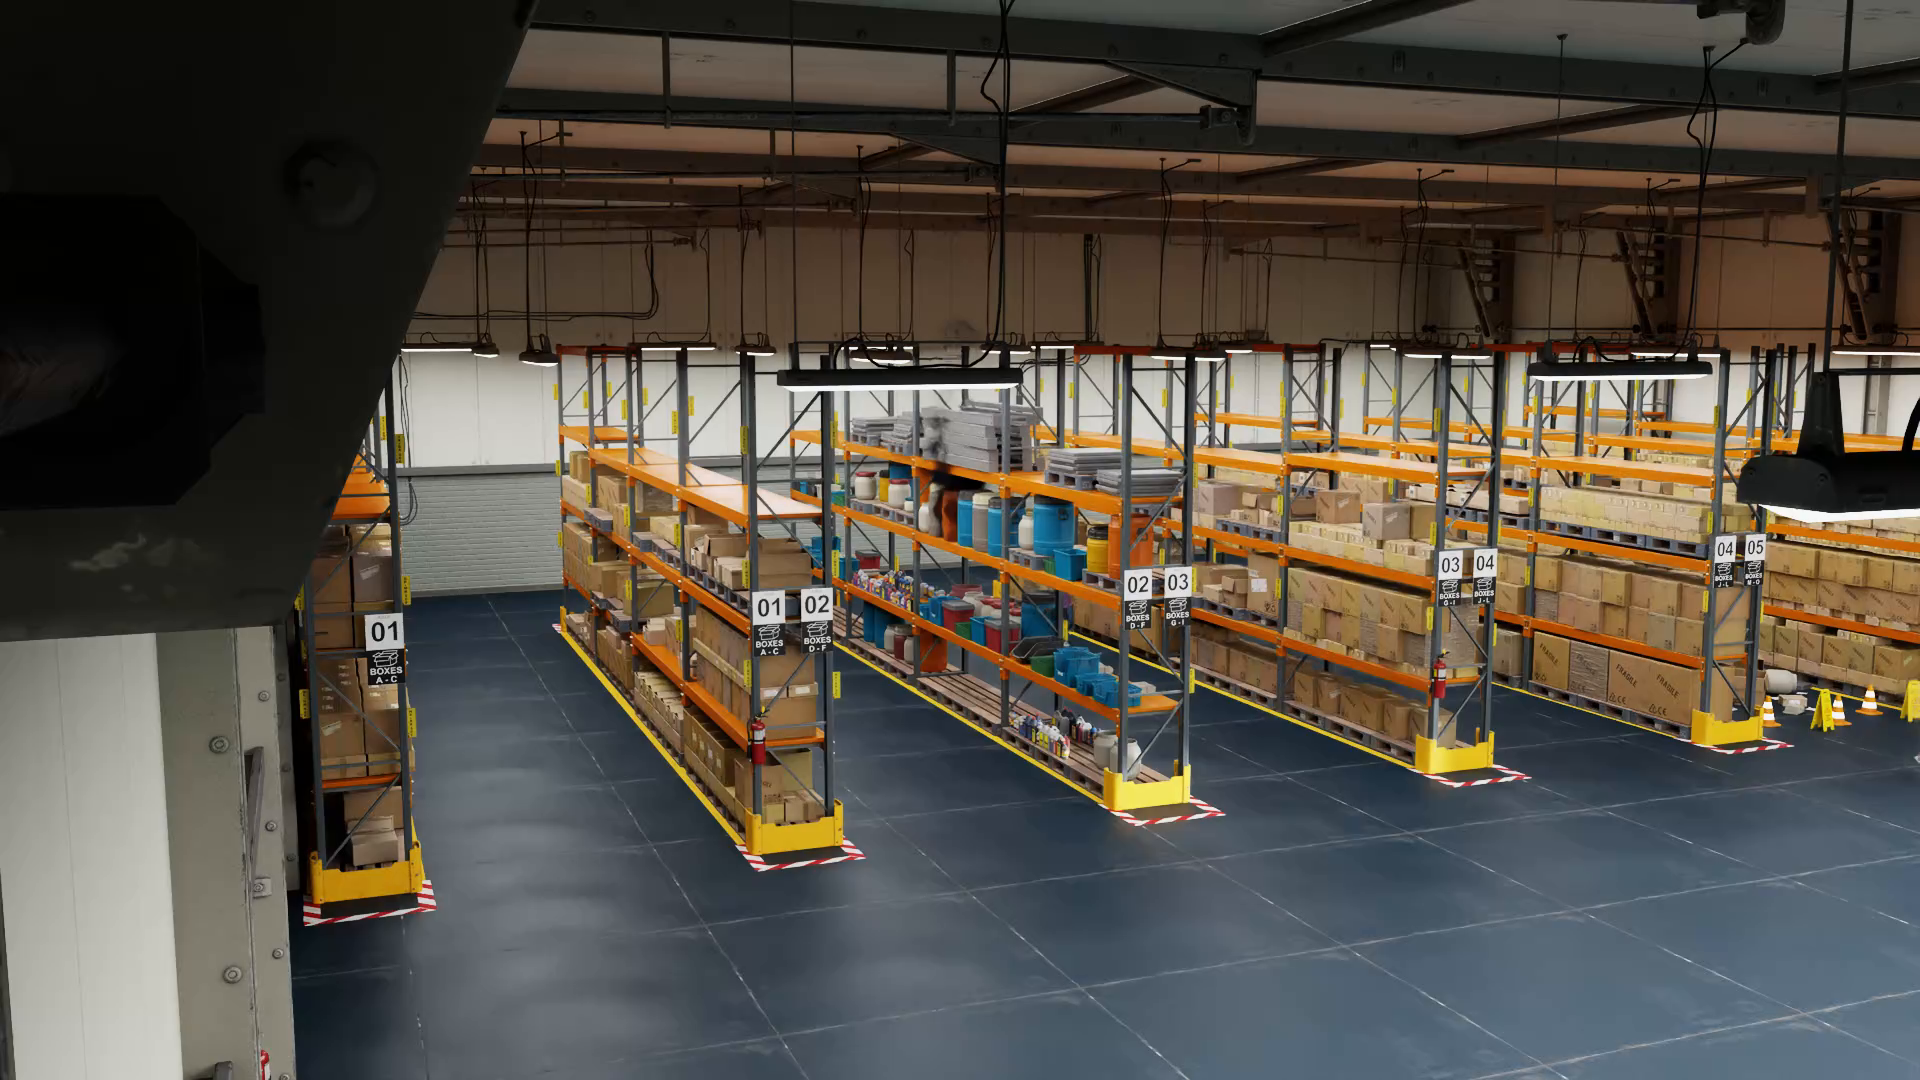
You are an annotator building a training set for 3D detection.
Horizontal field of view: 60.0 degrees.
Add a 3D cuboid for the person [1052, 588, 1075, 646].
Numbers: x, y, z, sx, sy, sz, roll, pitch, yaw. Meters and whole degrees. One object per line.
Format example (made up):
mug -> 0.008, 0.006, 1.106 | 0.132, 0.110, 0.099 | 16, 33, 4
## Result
person -> 1.948, 1.259, 31.840 | 0.522, 1.518, 0.553 | -5, 9, -33
